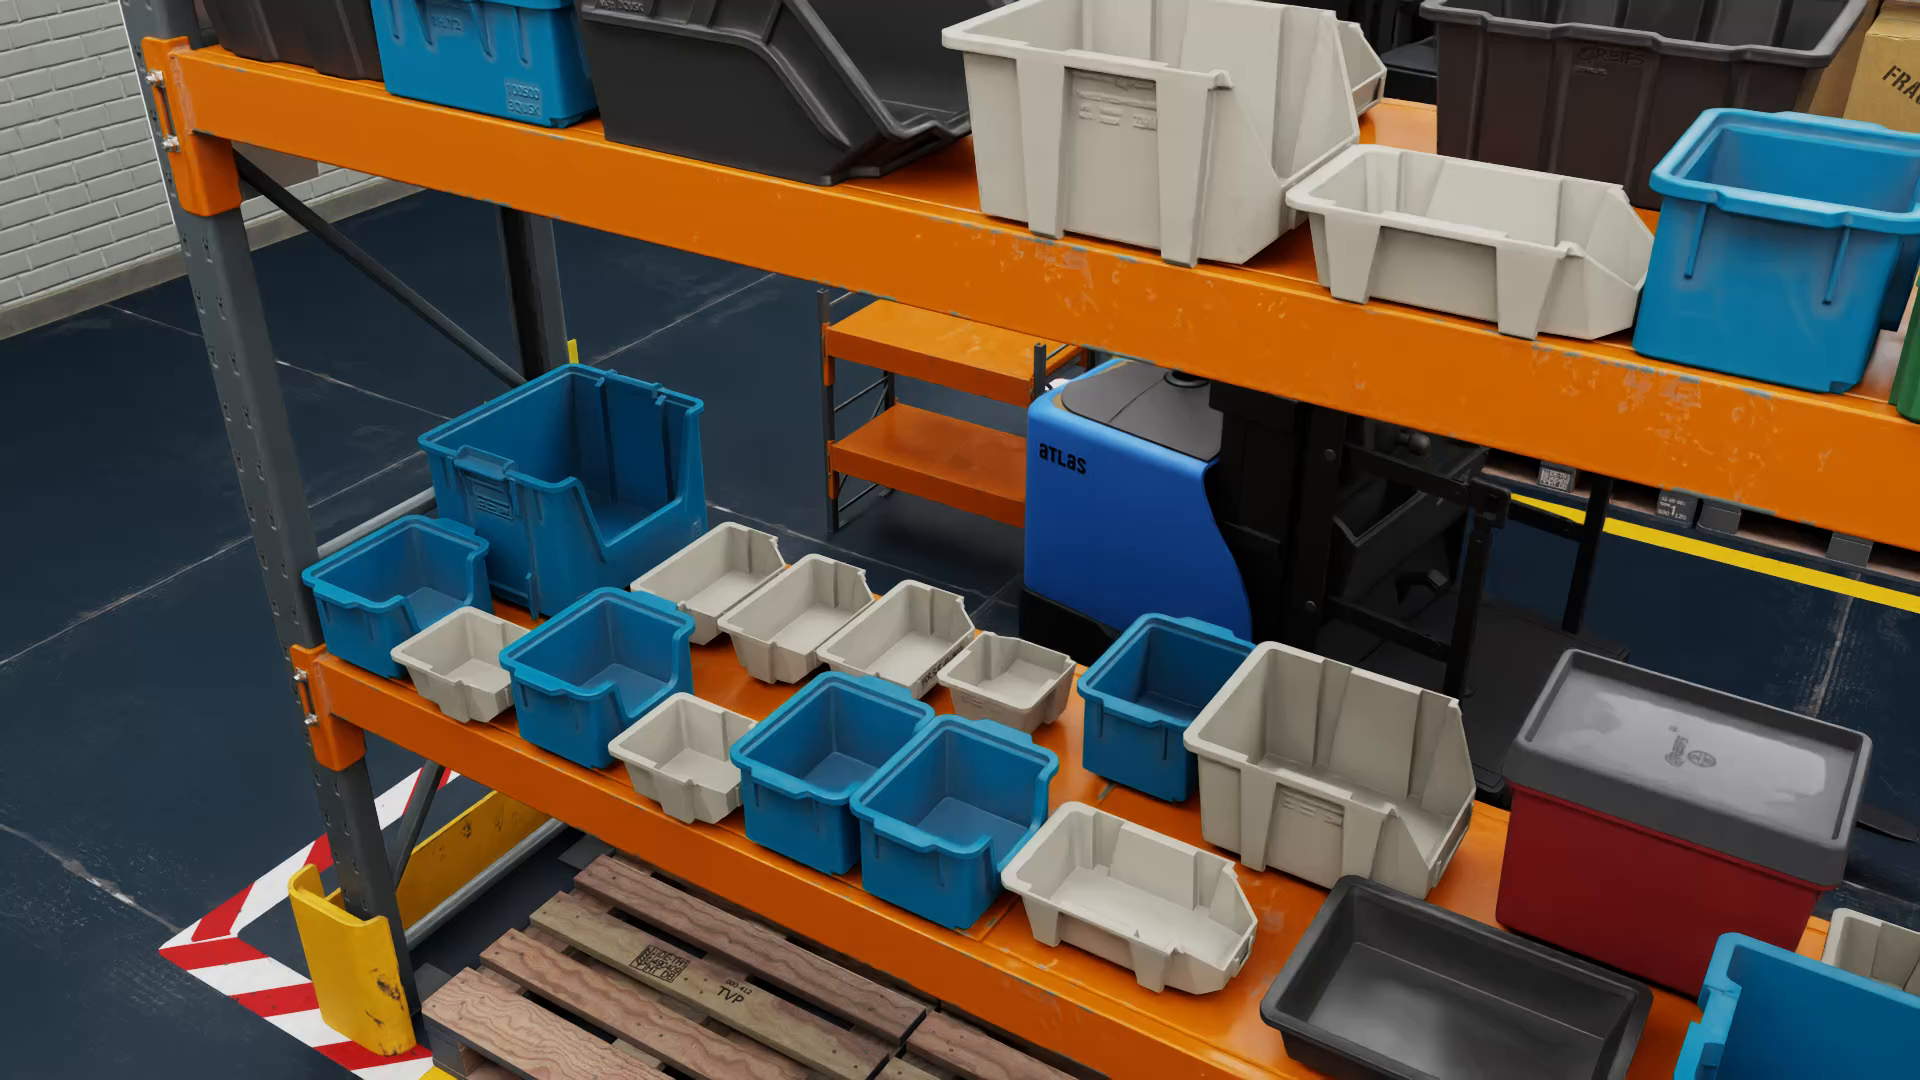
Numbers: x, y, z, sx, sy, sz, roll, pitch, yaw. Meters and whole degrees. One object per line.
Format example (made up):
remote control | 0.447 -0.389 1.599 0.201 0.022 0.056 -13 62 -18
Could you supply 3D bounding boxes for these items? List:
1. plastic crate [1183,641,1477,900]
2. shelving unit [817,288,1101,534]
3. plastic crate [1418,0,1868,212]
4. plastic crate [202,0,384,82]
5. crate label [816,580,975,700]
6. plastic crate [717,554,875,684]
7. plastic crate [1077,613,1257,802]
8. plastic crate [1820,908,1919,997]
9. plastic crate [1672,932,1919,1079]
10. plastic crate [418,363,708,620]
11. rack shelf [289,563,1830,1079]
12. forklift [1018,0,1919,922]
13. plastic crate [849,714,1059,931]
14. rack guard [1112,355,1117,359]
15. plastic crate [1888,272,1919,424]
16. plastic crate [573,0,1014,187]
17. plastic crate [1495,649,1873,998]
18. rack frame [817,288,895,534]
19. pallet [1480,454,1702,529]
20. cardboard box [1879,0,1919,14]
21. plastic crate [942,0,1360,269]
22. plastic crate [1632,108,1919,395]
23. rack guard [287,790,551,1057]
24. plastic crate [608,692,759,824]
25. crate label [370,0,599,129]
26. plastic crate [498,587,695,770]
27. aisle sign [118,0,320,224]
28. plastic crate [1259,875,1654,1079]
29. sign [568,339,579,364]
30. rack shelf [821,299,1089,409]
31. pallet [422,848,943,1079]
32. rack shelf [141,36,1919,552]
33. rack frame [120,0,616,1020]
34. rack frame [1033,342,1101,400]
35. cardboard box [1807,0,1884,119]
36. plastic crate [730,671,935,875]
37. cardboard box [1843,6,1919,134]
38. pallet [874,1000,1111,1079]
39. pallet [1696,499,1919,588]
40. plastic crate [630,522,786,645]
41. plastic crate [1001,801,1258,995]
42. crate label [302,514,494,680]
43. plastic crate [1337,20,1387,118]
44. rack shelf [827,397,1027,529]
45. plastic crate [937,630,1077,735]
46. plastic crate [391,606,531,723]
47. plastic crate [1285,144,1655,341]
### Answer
plastic crate | 0.781 0.502 3.470 0.530 0.282 0.437 18 35 27
shelving unit | -0.006 -0.488 6.970 1.048 1.125 0.538 18 35 27
plastic crate | 1.070 -0.724 2.667 0.590 0.269 0.497 18 35 27
plastic crate | -1.234 -1.124 3.352 0.590 0.269 0.497 18 35 27
crate label | -0.138 0.271 4.012 0.243 0.136 0.396 18 35 27
plastic crate | -0.387 0.206 4.122 0.243 0.136 0.396 18 35 27
plastic crate | 0.464 0.380 3.728 0.300 0.233 0.416 18 35 27
plastic crate | 1.658 0.867 2.989 0.243 0.136 0.396 18 35 27
plastic crate | 1.400 0.966 2.573 0.575 0.384 0.392 18 35 27
plastic crate | -1.029 -0.138 4.415 0.499 0.435 0.616 18 35 27
rack shelf | 0.282 0.740 3.719 4.000 0.370 1.077 18 35 27
forklift | 1.668 -0.529 5.248 3.031 2.935 1.130 24 38 35
plastic crate | -0.008 0.580 3.386 0.300 0.233 0.416 18 35 27
rack guard | 1.201 -1.147 8.720 0.348 0.500 1.175 18 35 27
plastic crate | 1.457 -0.224 1.890 0.662 0.188 0.450 18 35 27
plastic crate | -0.264 -0.849 2.813 0.767 0.338 0.504 18 35 27
plastic crate | 1.353 0.565 3.182 0.583 0.464 0.402 18 35 27
rack frame | -0.436 -0.624 7.203 0.032 1.125 0.500 18 35 27
pallet | 2.970 -0.508 7.911 1.213 0.211 1.003 18 35 27
cardboard box | 3.927 -1.909 6.655 0.500 0.500 0.500 18 35 27
plastic crate | 0.302 -0.626 2.487 0.530 0.282 0.437 18 35 27
plastic crate | 1.036 -0.366 2.090 0.300 0.233 0.416 18 35 27
rack guard | -1.439 0.972 5.088 0.348 0.500 1.175 18 35 27
plastic crate | -0.575 0.491 3.634 0.298 0.136 0.250 18 35 27
crate label | -0.802 -0.953 3.078 0.502 0.251 0.408 18 35 27
plastic crate | -0.820 0.323 3.827 0.300 0.233 0.416 18 35 27
aisle sign | -1.630 -1.122 3.617 0.004 0.787 0.394 18 35 27
plastic crate | 0.886 0.873 2.991 0.590 0.125 0.437 18 35 27
sign | -1.133 -0.416 4.825 0.005 0.325 0.100 18 35 27
rack shelf | -0.006 -0.740 6.822 1.000 0.278 0.538 18 35 27
pallet | -0.734 1.335 4.752 1.213 0.211 1.003 18 35 27
rack shelf | 0.282 -0.556 2.963 4.000 0.370 1.077 18 35 27
rack frame | -1.412 -0.107 4.456 0.127 3.000 1.000 18 35 27
rack frame | 0.425 -0.351 6.736 0.032 1.125 0.500 18 35 27
cardboard box | 3.484 -2.047 6.891 0.500 0.500 0.500 16 34 26
plastic crate | -0.262 0.499 3.524 0.300 0.233 0.416 18 35 27
cardboard box | 3.656 -1.682 6.265 0.500 0.500 0.500 18 35 28
pallet | 0.295 1.663 4.191 1.213 0.211 1.003 18 35 27
pallet | 4.007 -0.182 7.352 1.213 0.211 1.003 18 35 27
plastic crate | -0.625 0.123 4.265 0.243 0.136 0.396 18 35 27
plastic crate | 0.342 0.715 3.250 0.466 0.136 0.293 18 35 27
crate label | -1.377 0.146 4.129 0.303 0.233 0.416 18 35 27
plastic crate | 0.471 -0.841 2.999 0.530 0.136 0.437 18 35 27
rack shelf | -0.006 -0.276 7.093 1.000 0.278 0.538 18 35 27
plastic crate | 0.123 0.342 3.889 0.250 0.136 0.298 18 35 27
plastic crate | -1.150 0.309 3.945 0.298 0.136 0.250 18 35 27
plastic crate | 0.697 -0.395 2.235 0.466 0.136 0.293 18 35 27
